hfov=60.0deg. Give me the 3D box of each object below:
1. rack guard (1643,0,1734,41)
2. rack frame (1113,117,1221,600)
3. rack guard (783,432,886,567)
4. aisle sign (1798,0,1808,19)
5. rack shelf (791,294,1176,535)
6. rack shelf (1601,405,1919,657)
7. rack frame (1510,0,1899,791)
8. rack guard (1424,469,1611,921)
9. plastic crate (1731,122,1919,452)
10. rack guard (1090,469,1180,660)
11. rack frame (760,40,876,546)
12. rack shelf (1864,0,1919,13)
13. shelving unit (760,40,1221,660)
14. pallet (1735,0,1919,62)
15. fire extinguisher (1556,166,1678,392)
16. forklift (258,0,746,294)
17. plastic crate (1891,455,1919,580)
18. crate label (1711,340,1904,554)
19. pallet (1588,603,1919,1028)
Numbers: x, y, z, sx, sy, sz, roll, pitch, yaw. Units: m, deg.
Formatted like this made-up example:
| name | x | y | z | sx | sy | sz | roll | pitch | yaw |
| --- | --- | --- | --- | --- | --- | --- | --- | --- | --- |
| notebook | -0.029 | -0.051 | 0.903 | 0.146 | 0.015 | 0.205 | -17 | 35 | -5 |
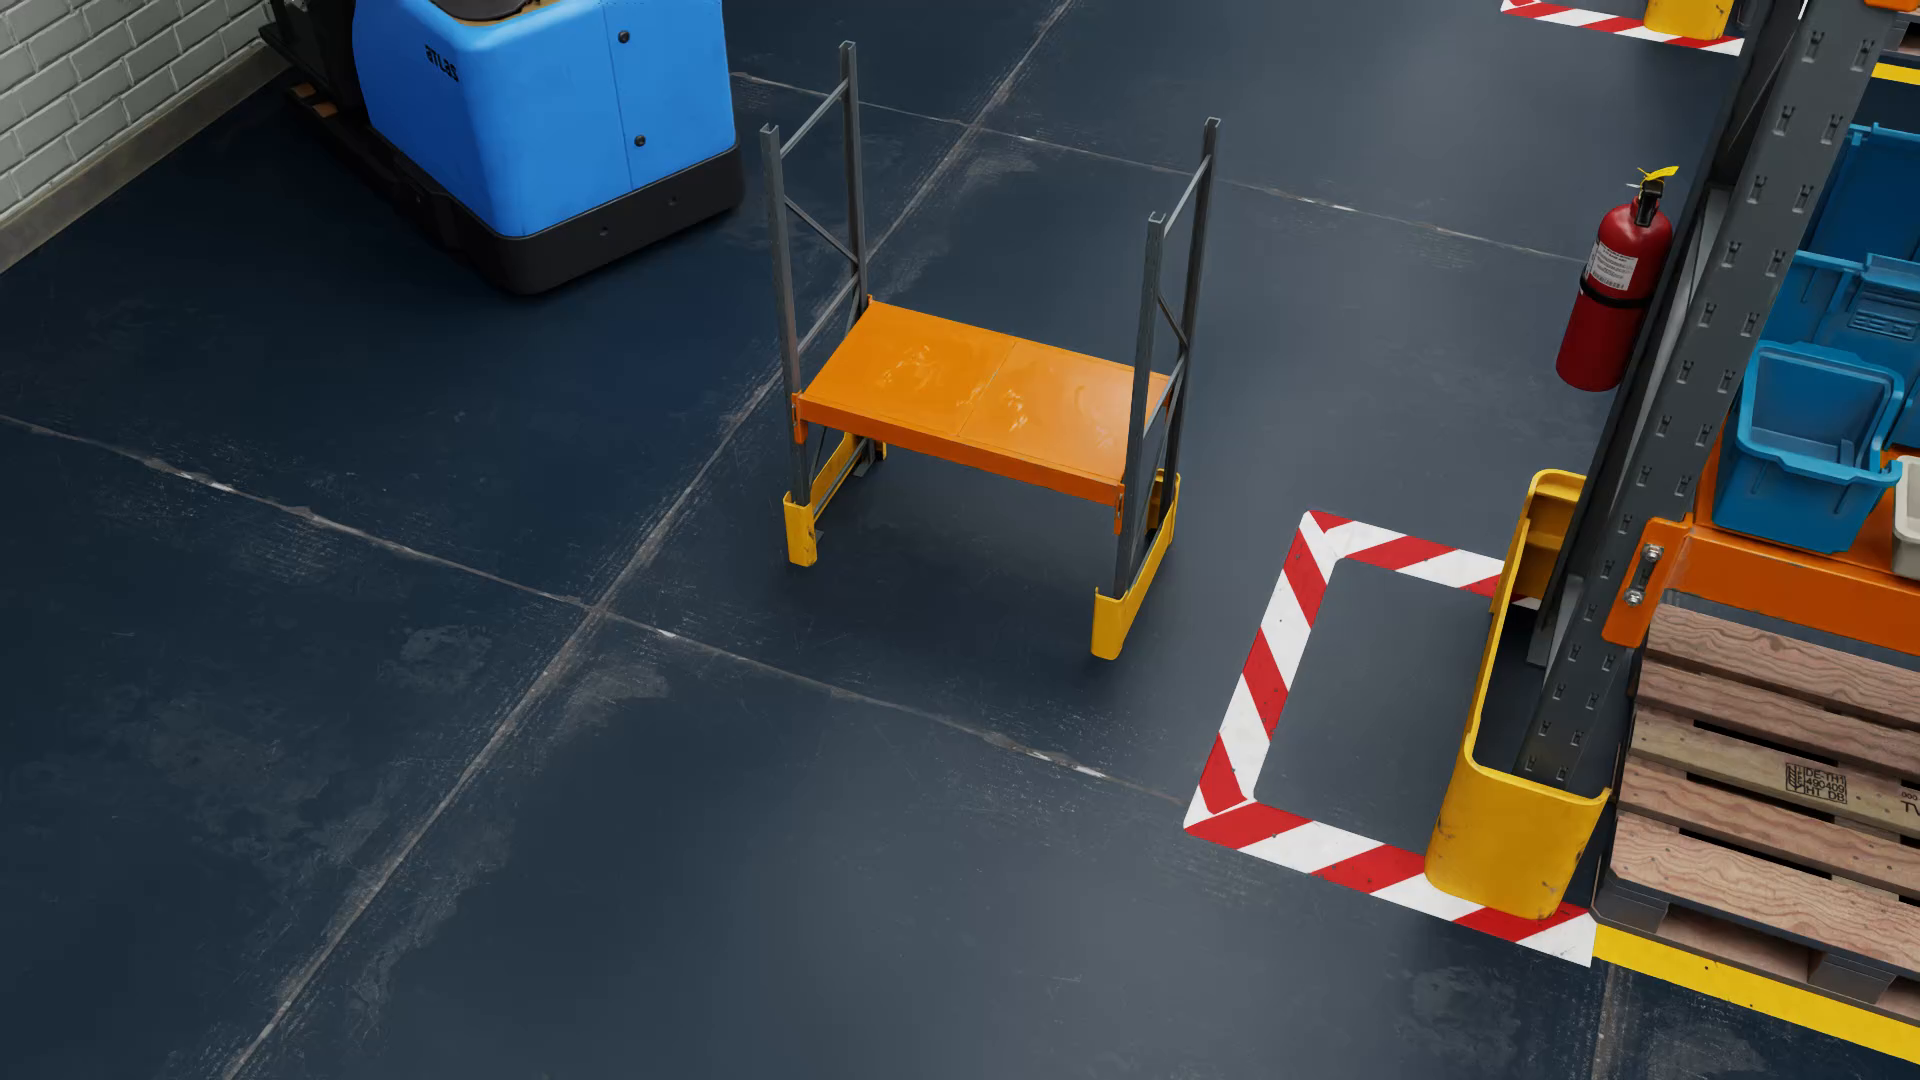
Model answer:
| name | x | y | z | sx | sy | sz | roll | pitch | yaw |
| --- | --- | --- | --- | --- | --- | --- | --- | --- | --- |
| rack guard | 3.496 | -2.845 | 7.755 | 0.348 | 0.500 | 1.175 | 16 | 47 | 16 |
| rack frame | 0.548 | -0.370 | 4.559 | 0.032 | 1.500 | 0.500 | 16 | 47 | 16 |
| rack guard | -0.389 | -0.203 | 5.277 | 0.087 | 0.250 | 0.587 | 16 | 47 | 16 |
| aisle sign | 1.430 | -1.248 | 2.535 | 0.004 | 0.787 | 0.394 | 16 | 47 | 16 |
| rack shelf | 0.079 | -0.381 | 4.825 | 1.000 | 0.185 | 0.538 | 16 | 47 | 16 |
| rack shelf | 3.457 | 0.298 | 3.334 | 4.000 | 0.370 | 1.077 | 16 | 47 | 16 |
| rack frame | 1.611 | -0.500 | 3.626 | 0.127 | 3.000 | 1.000 | 16 | 47 | 16 |
| rack guard | 1.584 | 0.388 | 4.506 | 0.348 | 0.500 | 1.175 | 16 | 47 | 16 |
| plastic crate | 1.992 | -0.565 | 3.623 | 0.499 | 0.435 | 0.616 | 16 | 47 | 16 |
| rack guard | 0.530 | 0.067 | 5.005 | 0.087 | 0.250 | 0.587 | 16 | 47 | 16 |
| rack frame | -0.390 | -0.647 | 4.836 | 0.032 | 1.500 | 0.500 | 16 | 47 | 16 |
| rack shelf | 3.457 | -0.766 | 2.276 | 4.000 | 0.370 | 1.077 | 16 | 47 | 16 |
| shelving unit | 0.070 | -0.511 | 4.700 | 1.083 | 1.500 | 0.587 | 16 | 47 | 16 |
| pallet | 4.286 | -2.570 | 7.683 | 1.213 | 0.211 | 1.003 | 16 | 47 | 16 |
| fire extinguisher | 1.647 | -0.678 | 4.124 | 0.183 | 0.674 | 0.296 | 16 | 47 | 16 |
| forklift | -2.184 | -2.897 | 6.084 | 1.130 | 2.935 | 3.031 | -32 | 53 | -28 |
| plastic crate | 1.976 | -0.006 | 3.274 | 0.298 | 0.136 | 0.250 | 16 | 47 | 16 |
| crate label | 1.712 | -0.181 | 3.381 | 0.303 | 0.233 | 0.416 | 16 | 47 | 16 |
| pallet | 2.357 | 0.737 | 4.359 | 1.213 | 0.211 | 1.003 | 16 | 47 | 16 |
